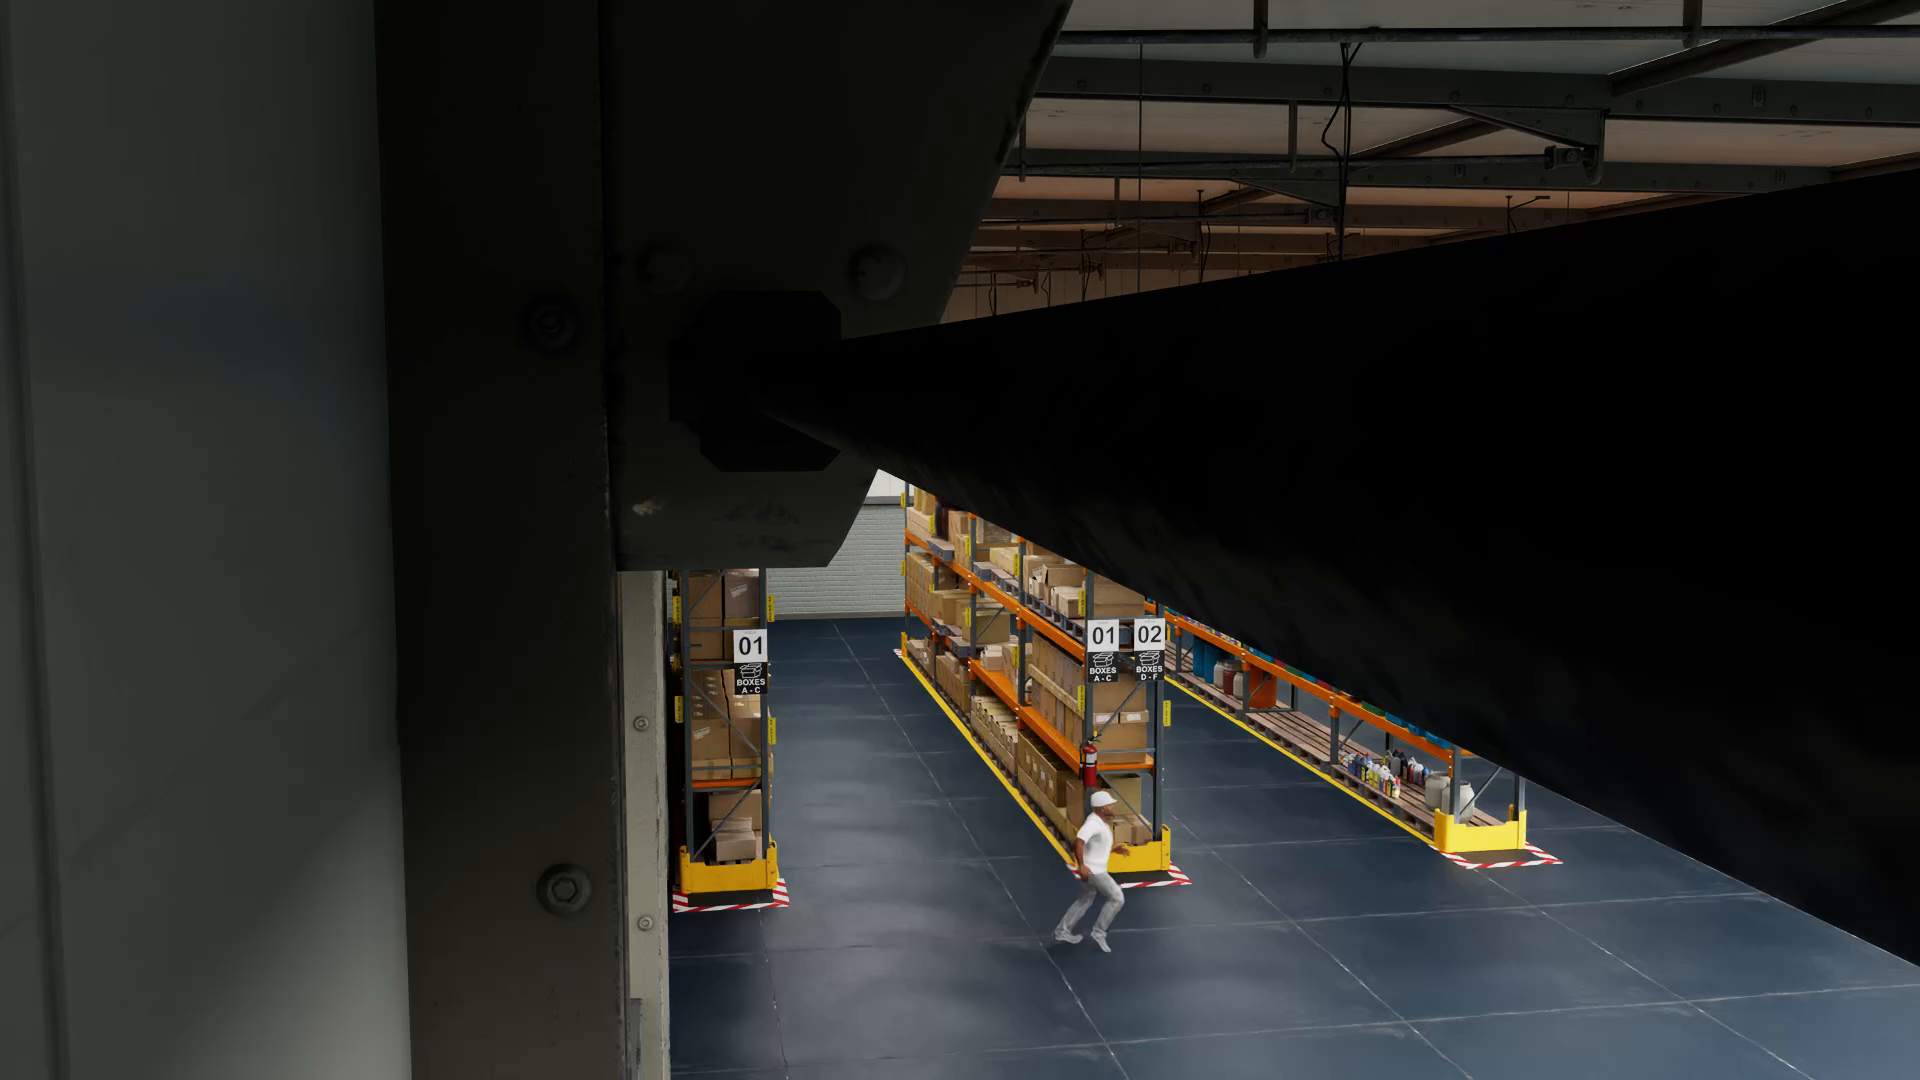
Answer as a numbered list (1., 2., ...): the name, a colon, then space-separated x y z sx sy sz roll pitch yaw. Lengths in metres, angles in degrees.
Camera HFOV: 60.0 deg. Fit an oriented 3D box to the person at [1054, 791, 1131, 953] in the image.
1. person: 1.445 3.604 18.073 0.834 1.774 0.645 0 6 2
